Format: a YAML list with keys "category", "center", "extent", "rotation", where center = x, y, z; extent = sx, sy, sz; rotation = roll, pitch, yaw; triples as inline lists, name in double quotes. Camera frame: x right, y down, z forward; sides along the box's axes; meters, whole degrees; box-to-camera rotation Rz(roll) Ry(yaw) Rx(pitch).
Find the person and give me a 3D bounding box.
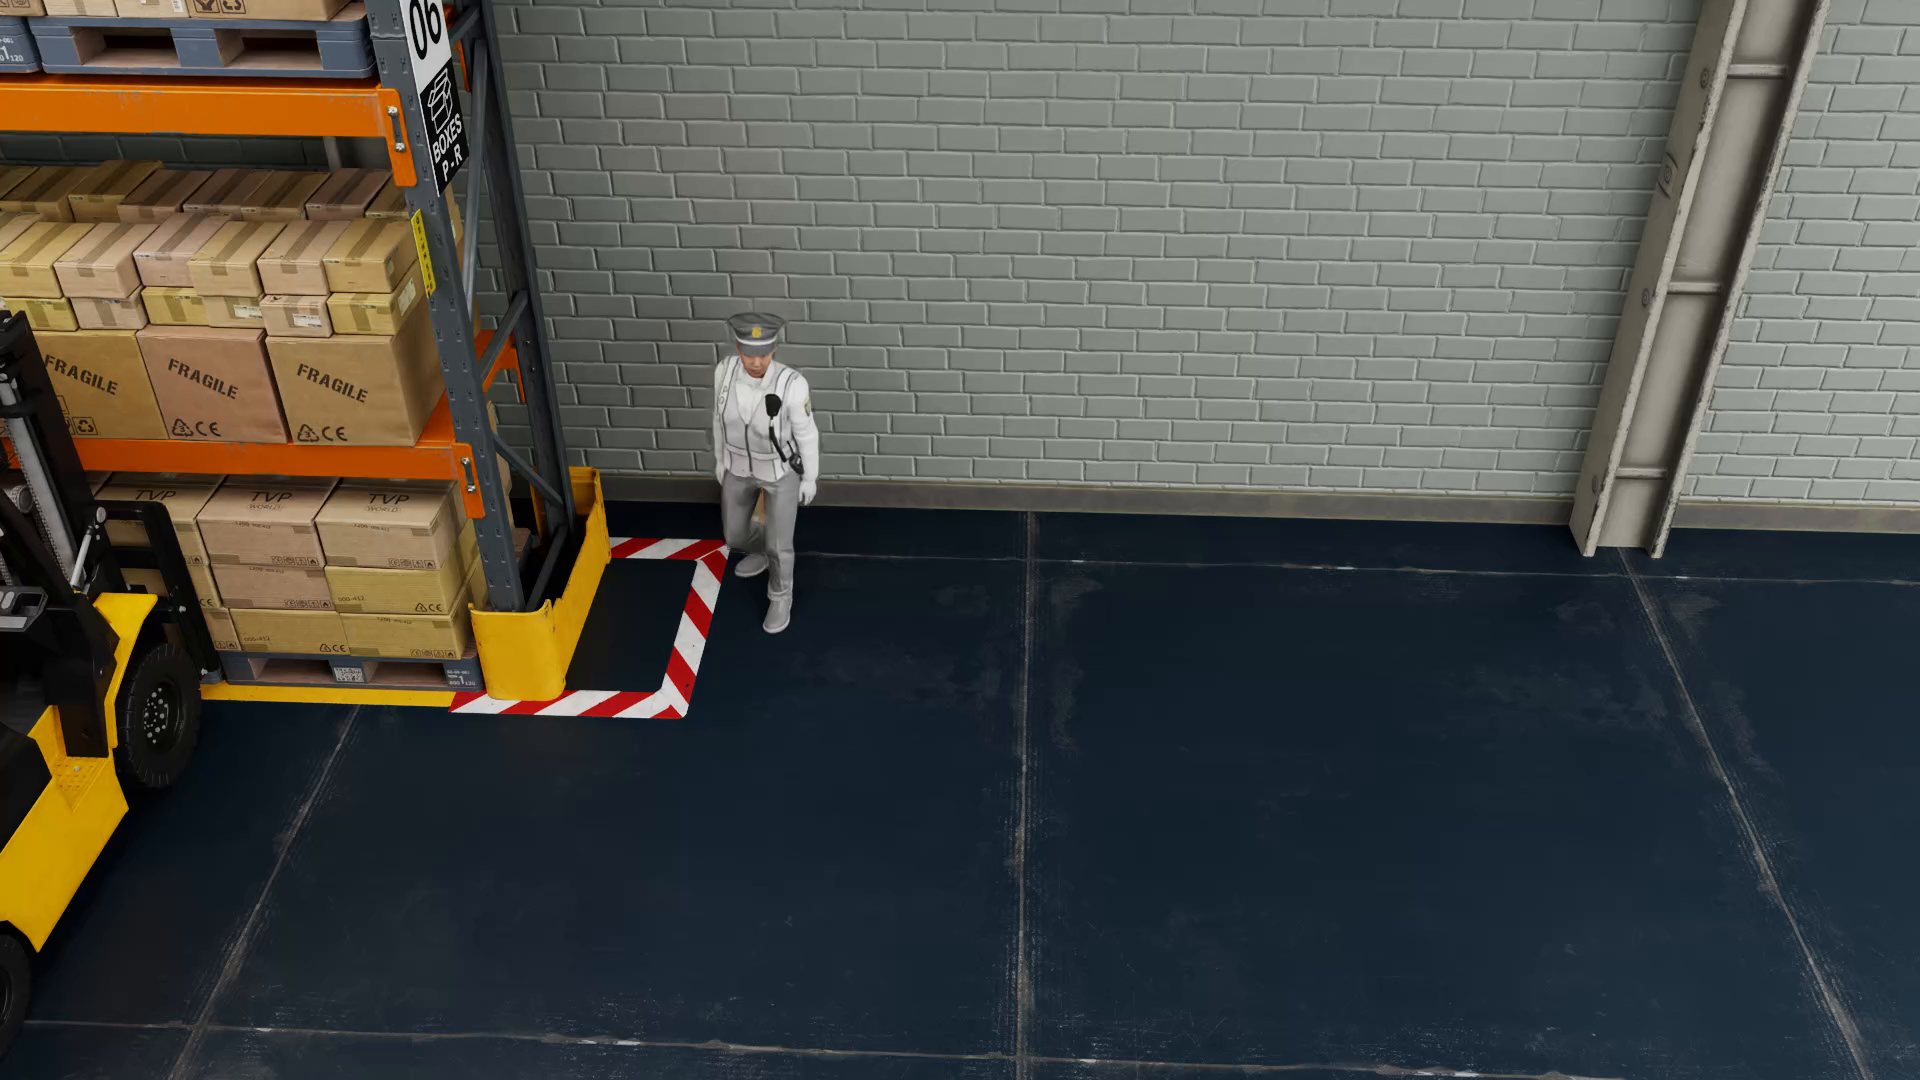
- category: "person"
  center: [-0.872, -0.358, 7.595]
  extent: [0.532, 1.669, 0.531]
  rotation: [10, 37, 14]
